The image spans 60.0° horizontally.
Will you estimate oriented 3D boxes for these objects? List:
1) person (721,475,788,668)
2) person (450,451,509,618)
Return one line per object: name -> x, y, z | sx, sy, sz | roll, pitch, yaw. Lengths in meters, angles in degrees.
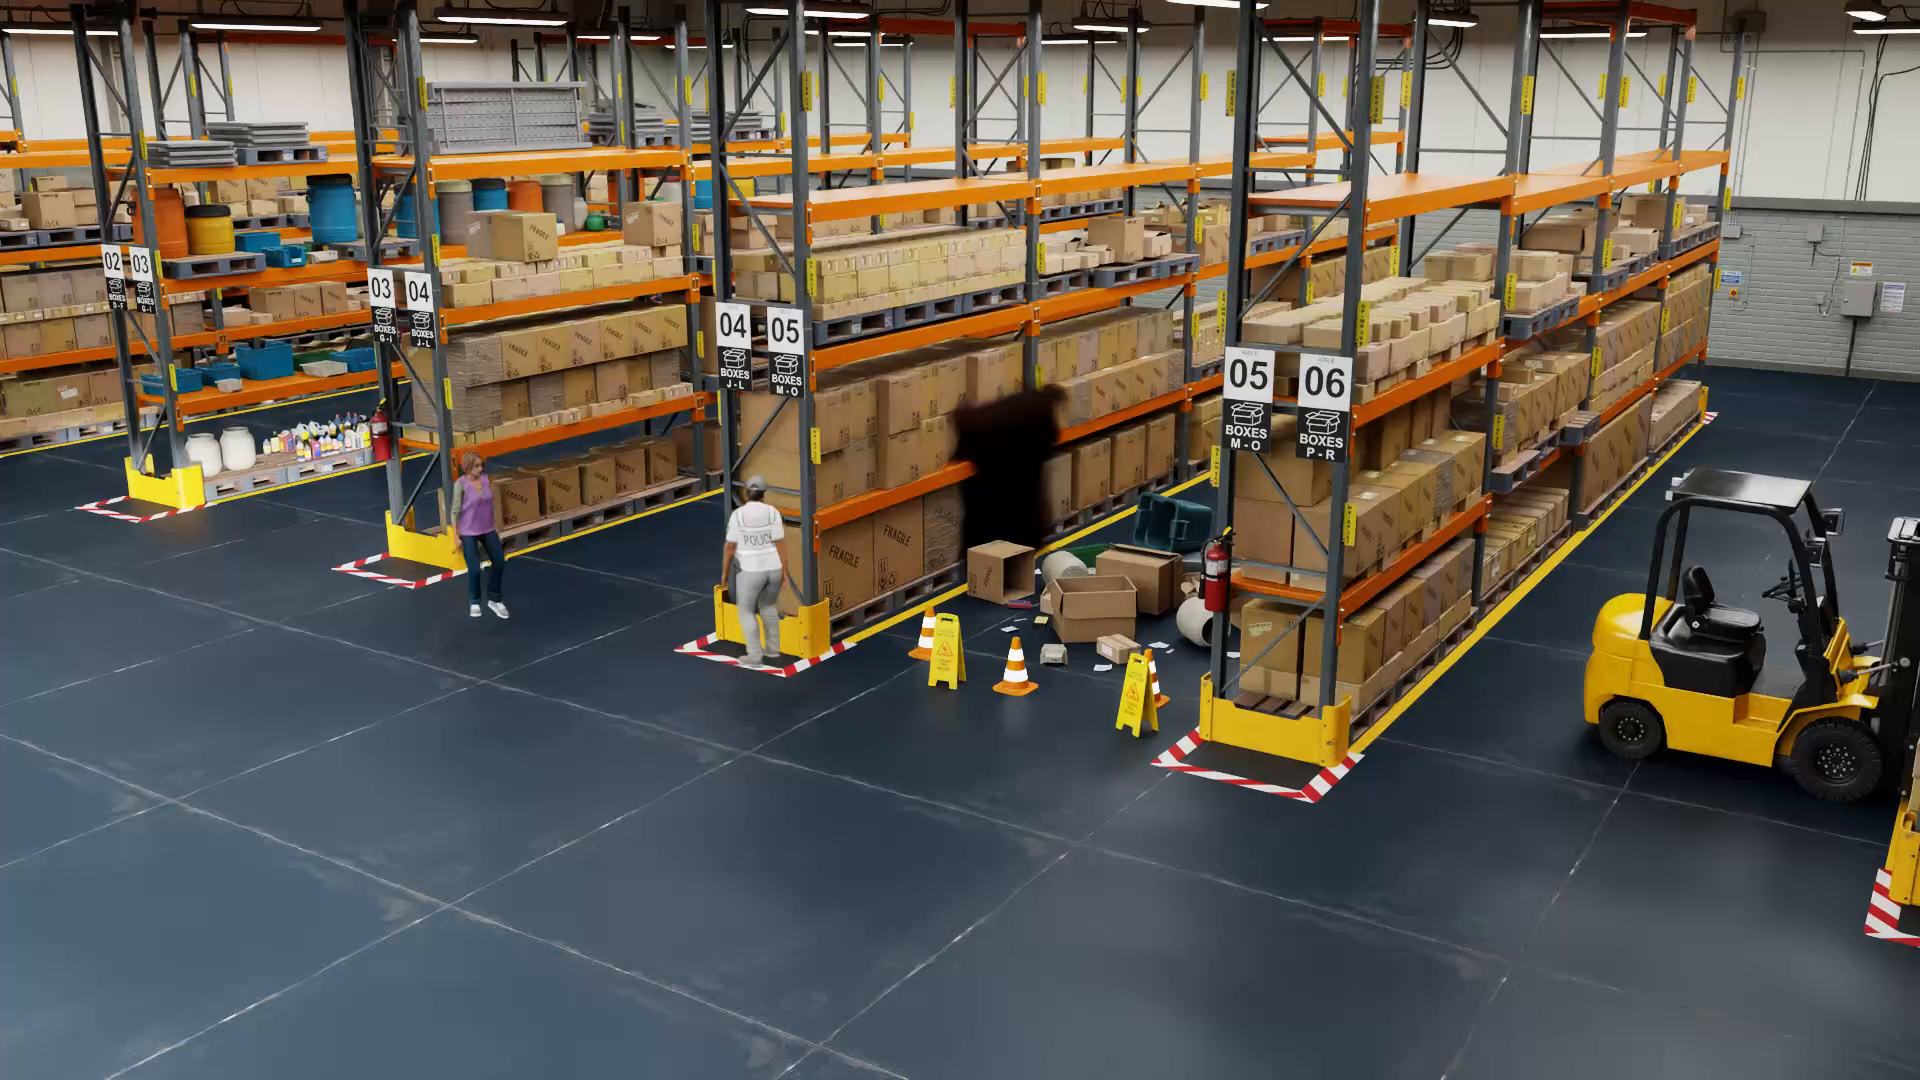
person -> -1.738, 0.269, 14.131 | 0.552, 1.665, 0.483 | -14, 21, -41
person -> -4.499, -0.037, 15.480 | 0.340, 1.619, 0.501 | 15, 21, 42
